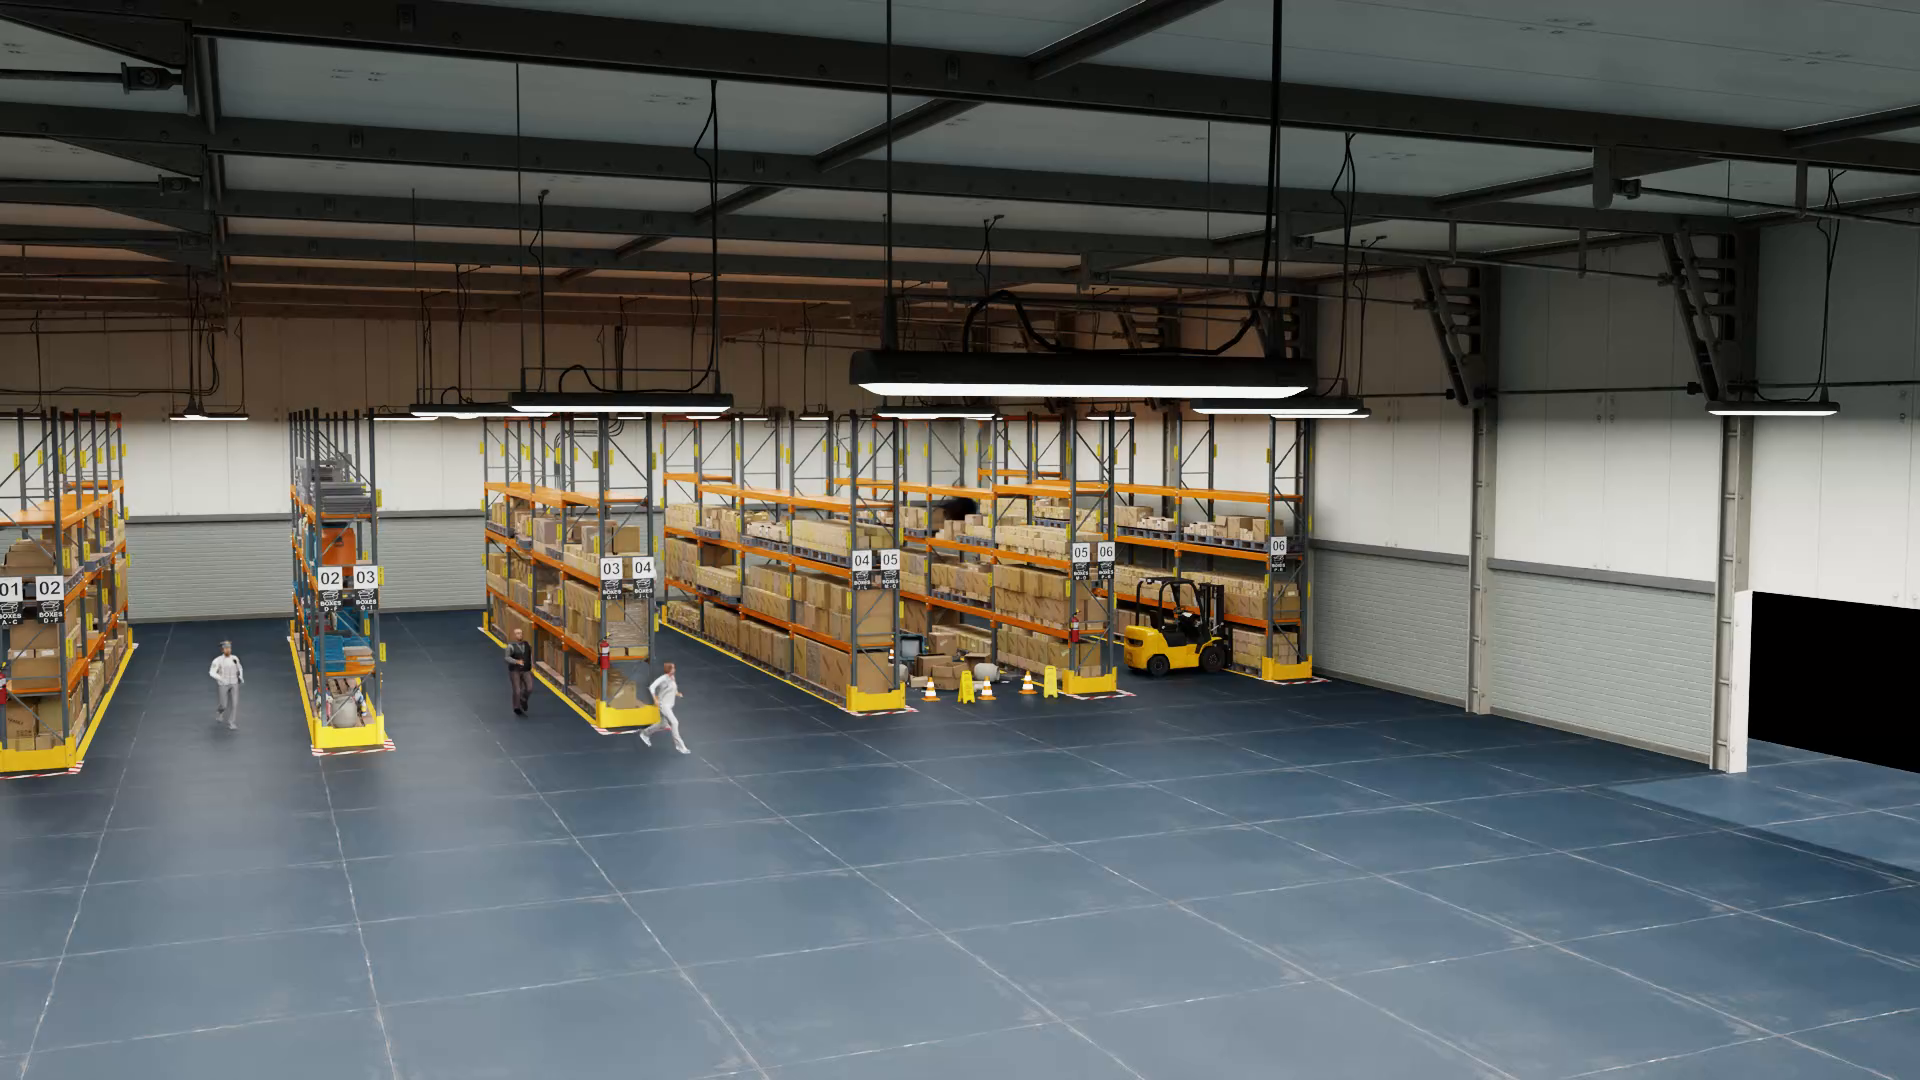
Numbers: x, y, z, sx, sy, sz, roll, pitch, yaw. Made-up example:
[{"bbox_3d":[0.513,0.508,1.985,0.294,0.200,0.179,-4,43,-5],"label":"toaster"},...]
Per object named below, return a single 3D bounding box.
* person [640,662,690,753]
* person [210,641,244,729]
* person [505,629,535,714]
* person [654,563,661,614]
[{"bbox_3d":[-5.139,2.903,28.892,0.918,1.597,0.557,1,4,14],"label":"person"},{"bbox_3d":[-13.756,2.707,31.244,0.620,1.650,0.653,-4,5,-42],"label":"person"},{"bbox_3d":[-8.605,2.591,32.648,0.643,1.673,0.598,-3,5,-35],"label":"person"},{"bbox_3d":[-9.043,1.461,48.543,0.832,1.783,0.681,-4,6,-44],"label":"person"}]
